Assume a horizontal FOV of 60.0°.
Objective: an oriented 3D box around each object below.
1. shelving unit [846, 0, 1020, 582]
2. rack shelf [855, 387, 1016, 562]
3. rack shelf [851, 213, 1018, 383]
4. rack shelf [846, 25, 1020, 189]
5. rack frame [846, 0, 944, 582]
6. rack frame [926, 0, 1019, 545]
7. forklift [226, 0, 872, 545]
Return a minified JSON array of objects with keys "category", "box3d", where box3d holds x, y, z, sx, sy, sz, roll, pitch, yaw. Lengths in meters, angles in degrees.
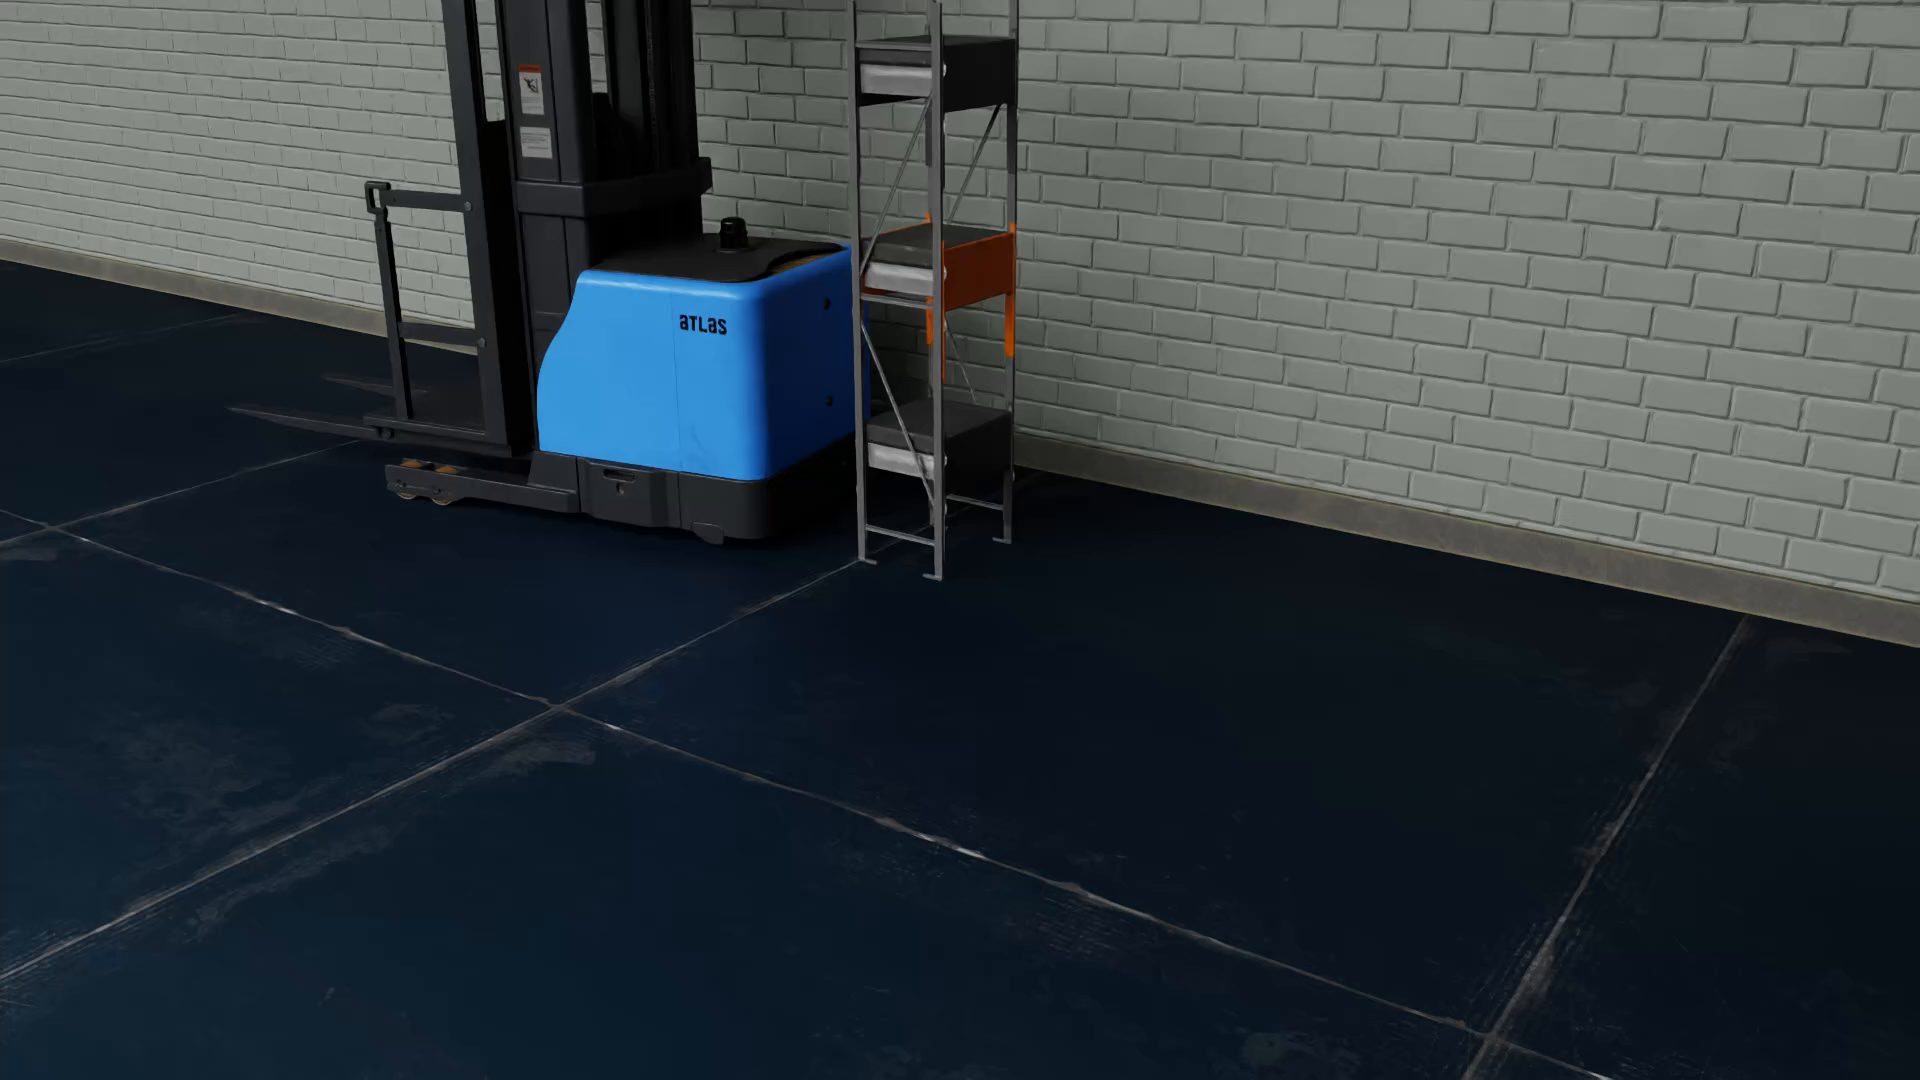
[{"category":"shelving unit","box3d":[-0.093,-0.937,6.272,0.431,2.100,0.503,13,24,32]},{"category":"rack shelf","box3d":[-0.093,-0.268,6.520,0.431,0.518,0.480,13,24,32]},{"category":"rack shelf","box3d":[-0.093,-0.925,6.277,0.431,0.518,0.480,13,24,32]},{"category":"rack shelf","box3d":[-0.093,-1.581,6.034,0.431,0.518,0.480,13,24,32]},{"category":"rack frame","box3d":[-0.230,-0.867,6.083,0.400,2.100,0.015,13,24,32]},{"category":"rack frame","box3d":[0.044,-1.007,6.462,0.400,2.100,0.015,13,24,32]},{"category":"forklift","box3d":[-1.936,-1.679,7.079,3.031,2.935,1.130,9,22,23]}]
